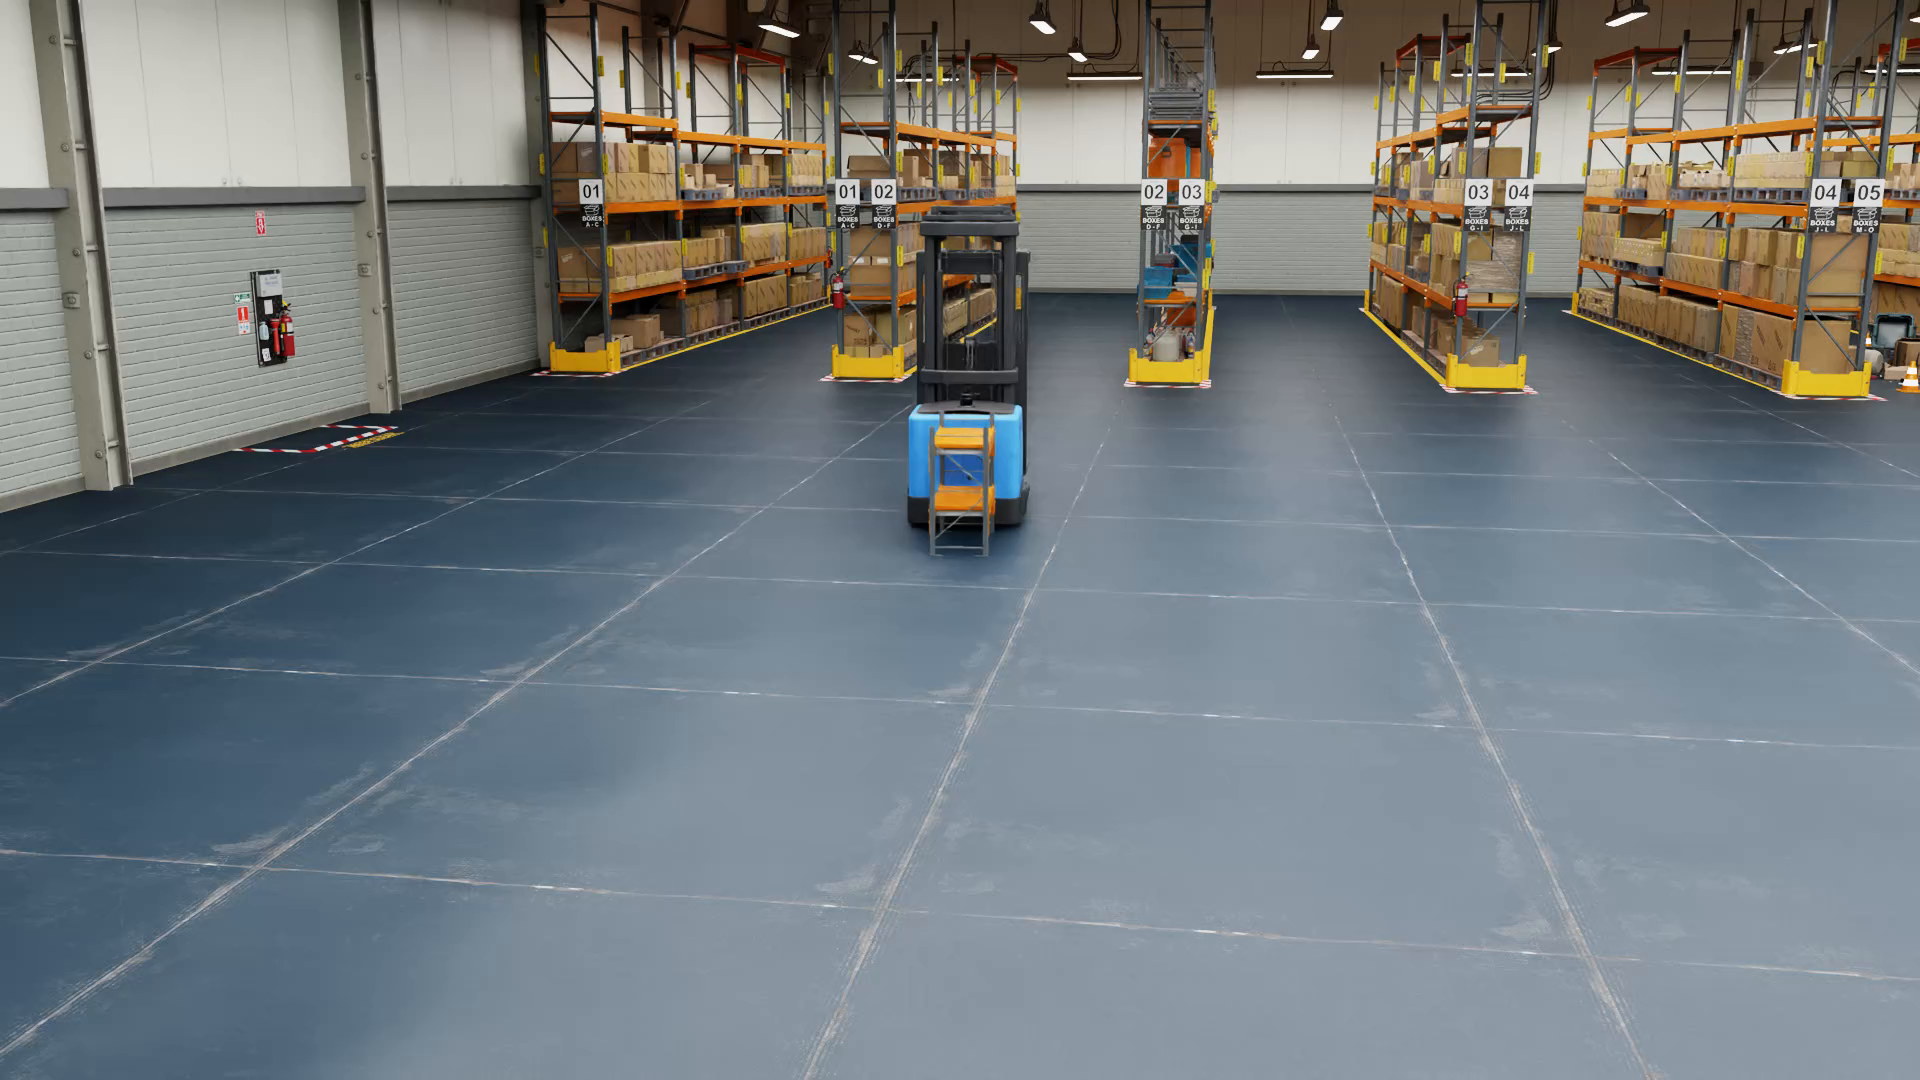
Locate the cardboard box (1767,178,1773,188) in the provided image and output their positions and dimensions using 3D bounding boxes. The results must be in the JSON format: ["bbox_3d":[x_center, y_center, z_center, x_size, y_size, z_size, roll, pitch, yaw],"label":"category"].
[{"bbox_3d":[13.099,-5.686,26.497,0.380,0.149,0.250,2,12,9],"label":"cardboard box"}]

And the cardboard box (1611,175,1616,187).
[{"bbox_3d":[14.904,-8.038,37.220,0.500,0.250,0.500,1,12,6],"label":"cardboard box"}]

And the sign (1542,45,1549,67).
[{"bbox_3d":[8.798,-7.282,25.019,0.100,0.325,0.005,2,12,9],"label":"sign"}]

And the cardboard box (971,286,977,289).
[{"bbox_3d":[0.127,-5.813,39.734,0.500,0.500,0.500,2,12,9],"label":"cardboard box"}]

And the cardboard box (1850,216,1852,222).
[{"bbox_3d":[19.829,-7.081,36.580,0.380,0.149,0.250,2,12,9],"label":"cardboard box"}]

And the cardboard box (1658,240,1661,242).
[{"bbox_3d":[14.961,-6.256,35.091,0.380,0.149,0.250,1,12,7],"label":"cardboard box"}]

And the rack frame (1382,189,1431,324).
[{"bbox_3d":[10.108,-6.370,37.431,1.000,3.000,0.127,2,12,9],"label":"rack frame"}]

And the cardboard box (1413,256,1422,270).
[{"bbox_3d":[9.008,-5.328,31.954,0.500,0.250,0.500,2,12,7],"label":"cardboard box"}]

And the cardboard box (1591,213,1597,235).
[{"bbox_3d":[15.104,-7.406,38.923,0.500,0.500,0.500,2,12,7],"label":"cardboard box"}]

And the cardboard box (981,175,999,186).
[{"bbox_3d":[0.640,-8.422,39.003,0.500,0.250,0.500,2,12,9],"label":"cardboard box"}]

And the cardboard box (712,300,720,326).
[{"bbox_3d":[-5.444,-4.757,34.835,0.700,0.500,0.500,2,12,9],"label":"cardboard box"}]

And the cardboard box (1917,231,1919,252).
[{"bbox_3d":[19.106,-5.870,32.500,0.500,0.500,0.500,2,12,7],"label":"cardboard box"}]

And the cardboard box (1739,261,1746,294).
[{"bbox_3d":[13.656,-4.404,27.952,0.875,0.550,0.550,2,12,9],"label":"cardboard box"}]

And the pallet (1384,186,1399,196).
[{"bbox_3d":[10.244,-7.963,37.913,1.003,0.211,1.213,2,12,9],"label":"pallet"}]

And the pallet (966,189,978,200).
[{"bbox_3d":[-0.311,-7.089,34.095,1.213,0.211,1.003,2,12,11],"label":"pallet"}]

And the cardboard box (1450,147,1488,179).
[{"bbox_3d":[8.251,-6.108,26.965,0.500,0.500,0.500,2,12,9],"label":"cardboard box"}]

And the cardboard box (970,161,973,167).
[{"bbox_3d":[-0.033,-8.081,36.778,0.600,0.600,0.600,1,12,6],"label":"cardboard box"}]

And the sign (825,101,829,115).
[{"bbox_3d":[-3.426,-11.092,42.695,0.100,0.325,0.005,2,12,9],"label":"sign"}]

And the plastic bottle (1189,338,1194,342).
[{"bbox_3d":[4.023,-3.373,28.958,0.097,0.271,0.097,0,12,0],"label":"plastic bottle"}]

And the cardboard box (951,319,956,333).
[{"bbox_3d":[-0.368,-4.284,33.280,0.500,0.250,0.500,2,12,10],"label":"cardboard box"}]

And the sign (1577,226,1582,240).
[{"bbox_3d":[15.072,-7.462,40.442,0.100,0.325,0.005,2,12,9],"label":"sign"}]

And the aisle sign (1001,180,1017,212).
[{"bbox_3d":[1.248,-8.799,42.534,0.394,0.787,0.004,2,12,9],"label":"aisle sign"}]

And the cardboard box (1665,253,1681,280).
[{"bbox_3d":[14.042,-5.320,32.320,0.500,0.500,0.500,2,12,9],"label":"cardboard box"}]

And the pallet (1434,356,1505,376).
[{"bbox_3d":[8.624,-2.946,28.161,1.003,0.211,1.213,2,12,9],"label":"pallet"}]

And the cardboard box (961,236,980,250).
[{"bbox_3d":[0.020,-6.432,36.485,0.700,0.500,0.500,4,13,19],"label":"cardboard box"}]

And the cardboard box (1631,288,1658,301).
[{"bbox_3d":[14.456,-5.176,35.047,0.500,0.250,0.500,2,12,11],"label":"cardboard box"}]

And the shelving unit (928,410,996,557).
[{"bbox_3d":[0.027,-0.514,14.707,0.538,1.125,1.048,1,12,4],"label":"shelving unit"}]

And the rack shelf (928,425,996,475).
[{"bbox_3d":[0.027,-0.800,14.645,0.538,0.278,1.000,1,12,4],"label":"rack shelf"}]

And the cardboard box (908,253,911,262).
[{"bbox_3d":[-1.056,-4.903,28.845,0.380,0.149,0.250,2,12,8],"label":"cardboard box"}]

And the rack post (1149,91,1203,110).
[{"bbox_3d":[3.635,-7.333,27.837,0.937,0.300,0.954,2,12,8],"label":"rack post"}]

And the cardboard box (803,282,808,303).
[{"bbox_3d":[-4.197,-6.198,41.571,0.700,0.500,0.500,2,12,10],"label":"cardboard box"}]

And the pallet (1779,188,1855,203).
[{"bbox_3d":[13.251,-5.268,25.408,1.003,0.211,1.213,2,12,9],"label":"pallet"}]

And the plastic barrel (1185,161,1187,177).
[{"bbox_3d":[3.418,-6.037,27.325,0.600,0.588,0.600,0,12,0],"label":"plastic barrel"}]

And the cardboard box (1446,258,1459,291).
[{"bbox_3d":[8.332,-4.288,26.826,0.875,0.500,0.500,2,12,9],"label":"cardboard box"}]

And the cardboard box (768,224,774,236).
[{"bbox_3d":[-4.561,-7.104,38.067,0.500,0.250,0.500,2,12,10],"label":"cardboard box"}]

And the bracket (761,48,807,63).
[{"bbox_3d":[-4.512,-12.329,42.296,0.076,0.066,4.783,2,12,9],"label":"bracket"}]

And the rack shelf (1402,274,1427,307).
[{"bbox_3d":[9.185,-4.769,31.711,1.077,0.370,4.000,2,12,9],"label":"rack shelf"}]

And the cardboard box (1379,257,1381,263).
[{"bbox_3d":[9.989,-6.535,38.795,0.380,0.149,0.250,2,12,10],"label":"cardboard box"}]

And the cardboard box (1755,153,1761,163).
[{"bbox_3d":[13.216,-6.233,27.146,0.380,0.149,0.250,2,12,9],"label":"cardboard box"}]

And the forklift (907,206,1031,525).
[{"bbox_3d":[0.137,-1.831,16.534,1.130,2.935,3.031,1,12,4],"label":"forklift"}]

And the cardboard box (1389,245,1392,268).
[{"bbox_3d":[9.714,-6.226,36.528,0.500,0.500,0.500,2,12,9],"label":"cardboard box"}]

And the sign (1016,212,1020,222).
[{"bbox_3d":[1.480,-8.223,42.530,0.100,0.325,0.005,2,12,9],"label":"sign"}]

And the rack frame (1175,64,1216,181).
[{"bbox_3d":[5.829,-10.296,41.407,1.000,3.000,0.127,2,12,9],"label":"rack frame"}]

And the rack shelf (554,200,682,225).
[{"bbox_3d":[-6.113,-5.884,29.766,1.077,0.370,4.000,2,12,9],"label":"rack shelf"}]

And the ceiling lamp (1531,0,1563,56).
[{"bbox_3d":[12.703,-11.893,34.964,0.800,3.185,2.000,2,12,9],"label":"ceiling lamp"}]

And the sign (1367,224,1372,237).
[{"bbox_3d":[10.176,-7.684,41.284,0.100,0.325,0.005,2,12,9],"label":"sign"}]

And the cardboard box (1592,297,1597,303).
[{"bbox_3d":[15.132,-5.660,39.201,0.380,0.149,0.250,1,12,6],"label":"cardboard box"}]

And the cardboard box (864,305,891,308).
[{"bbox_3d":[-1.445,-3.960,29.996,0.500,0.500,0.500,2,12,9],"label":"cardboard box"}]

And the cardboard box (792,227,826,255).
[{"bbox_3d":[-4.029,-7.724,43.003,0.980,0.700,0.700,2,12,11],"label":"cardboard box"}]

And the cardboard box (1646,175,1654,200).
[{"bbox_3d":[14.360,-7.206,33.954,0.500,0.500,0.500,2,12,9],"label":"cardboard box"}]

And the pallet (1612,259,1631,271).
[{"bbox_3d":[14.732,-5.940,35.891,1.003,0.211,1.213,2,12,9],"label":"pallet"}]

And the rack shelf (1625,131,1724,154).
[{"bbox_3d":[14.686,-8.157,34.142,1.077,0.370,4.000,2,12,9],"label":"rack shelf"}]

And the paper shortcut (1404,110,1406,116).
[{"bbox_3d":[9.177,-8.830,34.275,0.009,0.170,0.078,12,-17,6],"label":"paper shortcut"}]

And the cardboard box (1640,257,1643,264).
[{"bbox_3d":[14.121,-5.713,33.980,0.380,0.149,0.250,2,12,8],"label":"cardboard box"}]
